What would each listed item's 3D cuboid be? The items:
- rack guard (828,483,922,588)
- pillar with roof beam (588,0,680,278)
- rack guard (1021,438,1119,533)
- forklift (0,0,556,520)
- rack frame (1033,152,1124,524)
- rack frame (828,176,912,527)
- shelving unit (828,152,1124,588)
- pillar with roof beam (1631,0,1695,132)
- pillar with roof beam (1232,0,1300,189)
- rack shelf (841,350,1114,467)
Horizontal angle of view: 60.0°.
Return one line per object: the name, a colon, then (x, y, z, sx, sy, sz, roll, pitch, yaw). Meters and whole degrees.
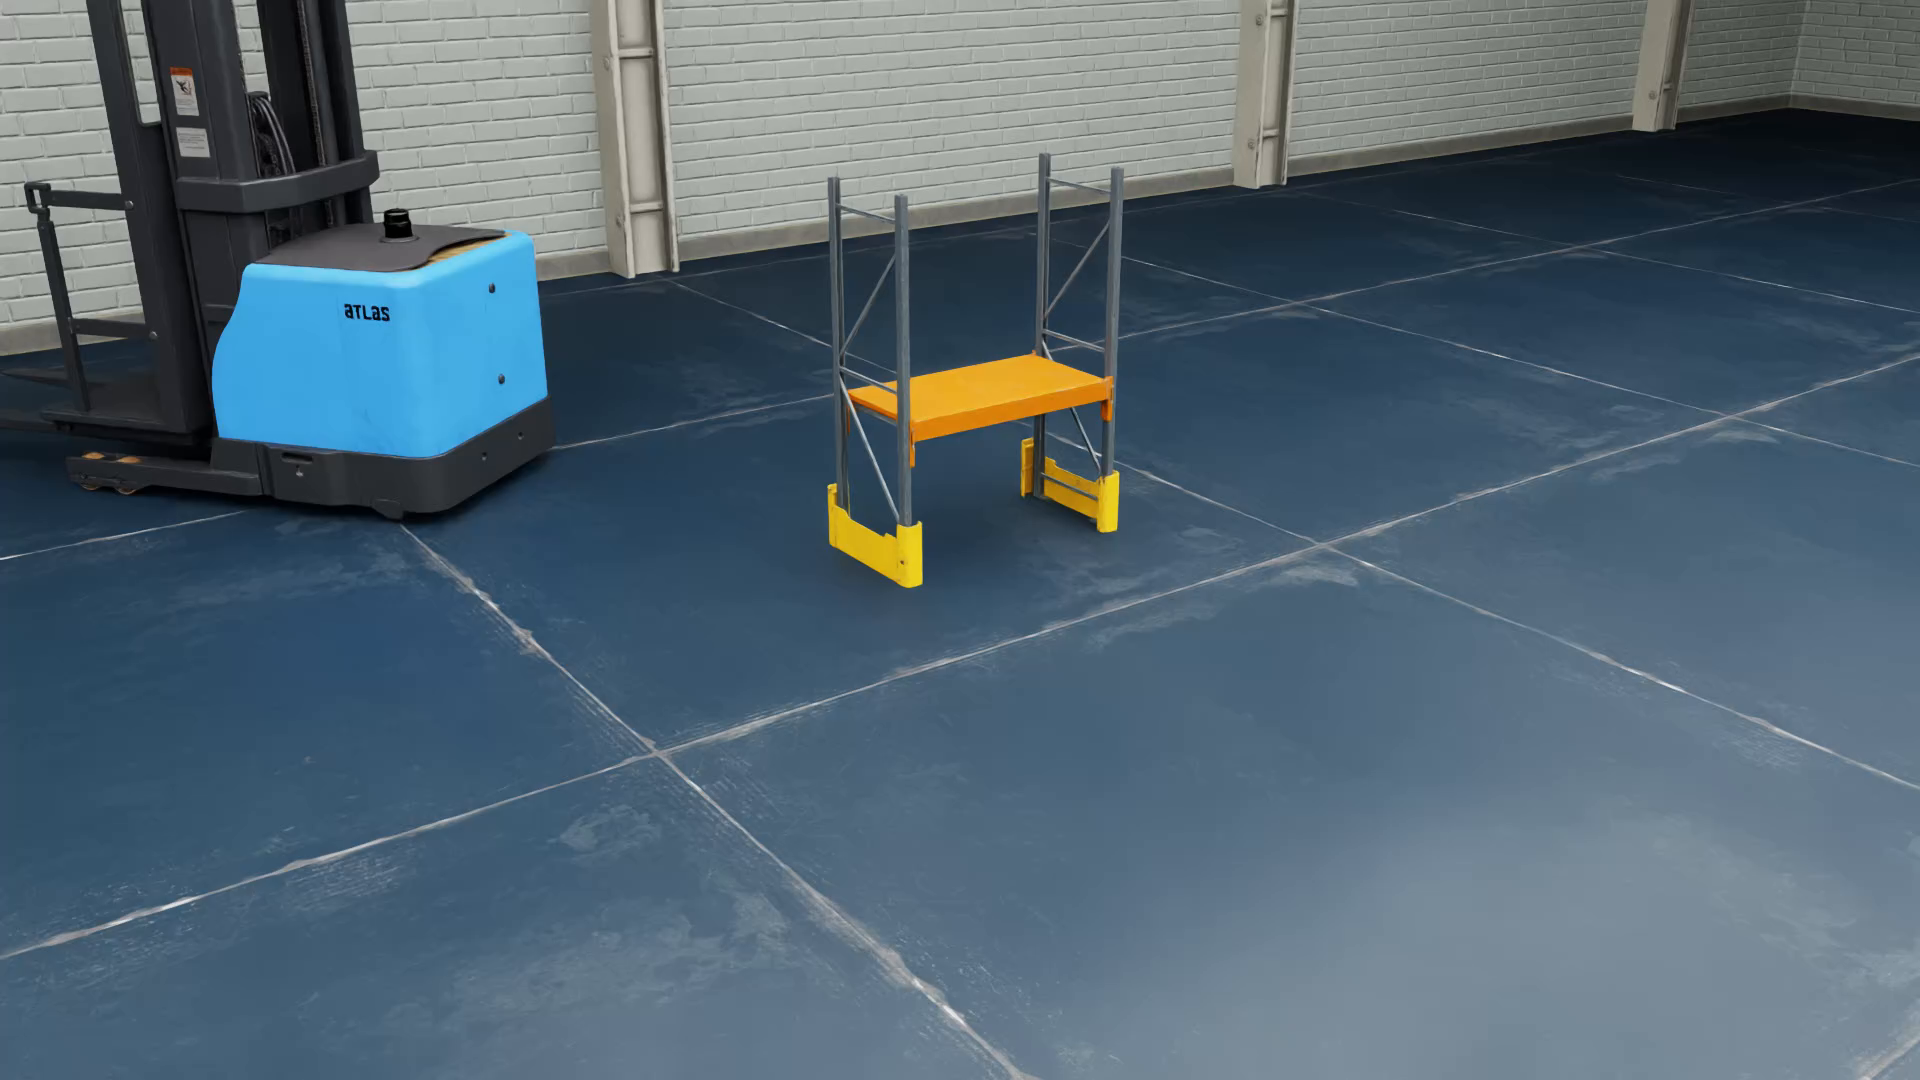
rack guard: (-0.342, -0.025, 6.621, 0.087, 0.250, 0.587, -15, 26, -33)
pillar with roof beam: (0.312, -4.764, 6.693, 0.400, 9.000, 9.100, -15, 26, -33)
rack guard: (0.466, -0.240, 7.162, 0.087, 0.250, 0.587, -15, 26, -33)
forklift: (-3.480, -1.744, 7.312, 3.031, 2.935, 1.130, 6, 23, 15)
rack frame: (0.482, -0.825, 6.940, 0.032, 1.500, 0.500, -15, 26, -33)
rack frame: (-0.343, -0.605, 6.389, 0.032, 1.500, 0.500, -15, 26, -33)
shelving unit: (0.062, -0.713, 6.660, 1.083, 1.500, 0.587, -15, 26, -33)
pillar with roof beam: (10.053, -7.361, 13.202, 0.400, 9.000, 9.100, -15, 26, -33)
pillar with roof beam: (5.183, -6.063, 9.948, 0.400, 9.000, 9.100, -15, 26, -33)
rack shelf: (0.069, -0.548, 6.731, 1.000, 0.185, 0.538, -15, 26, -33)
